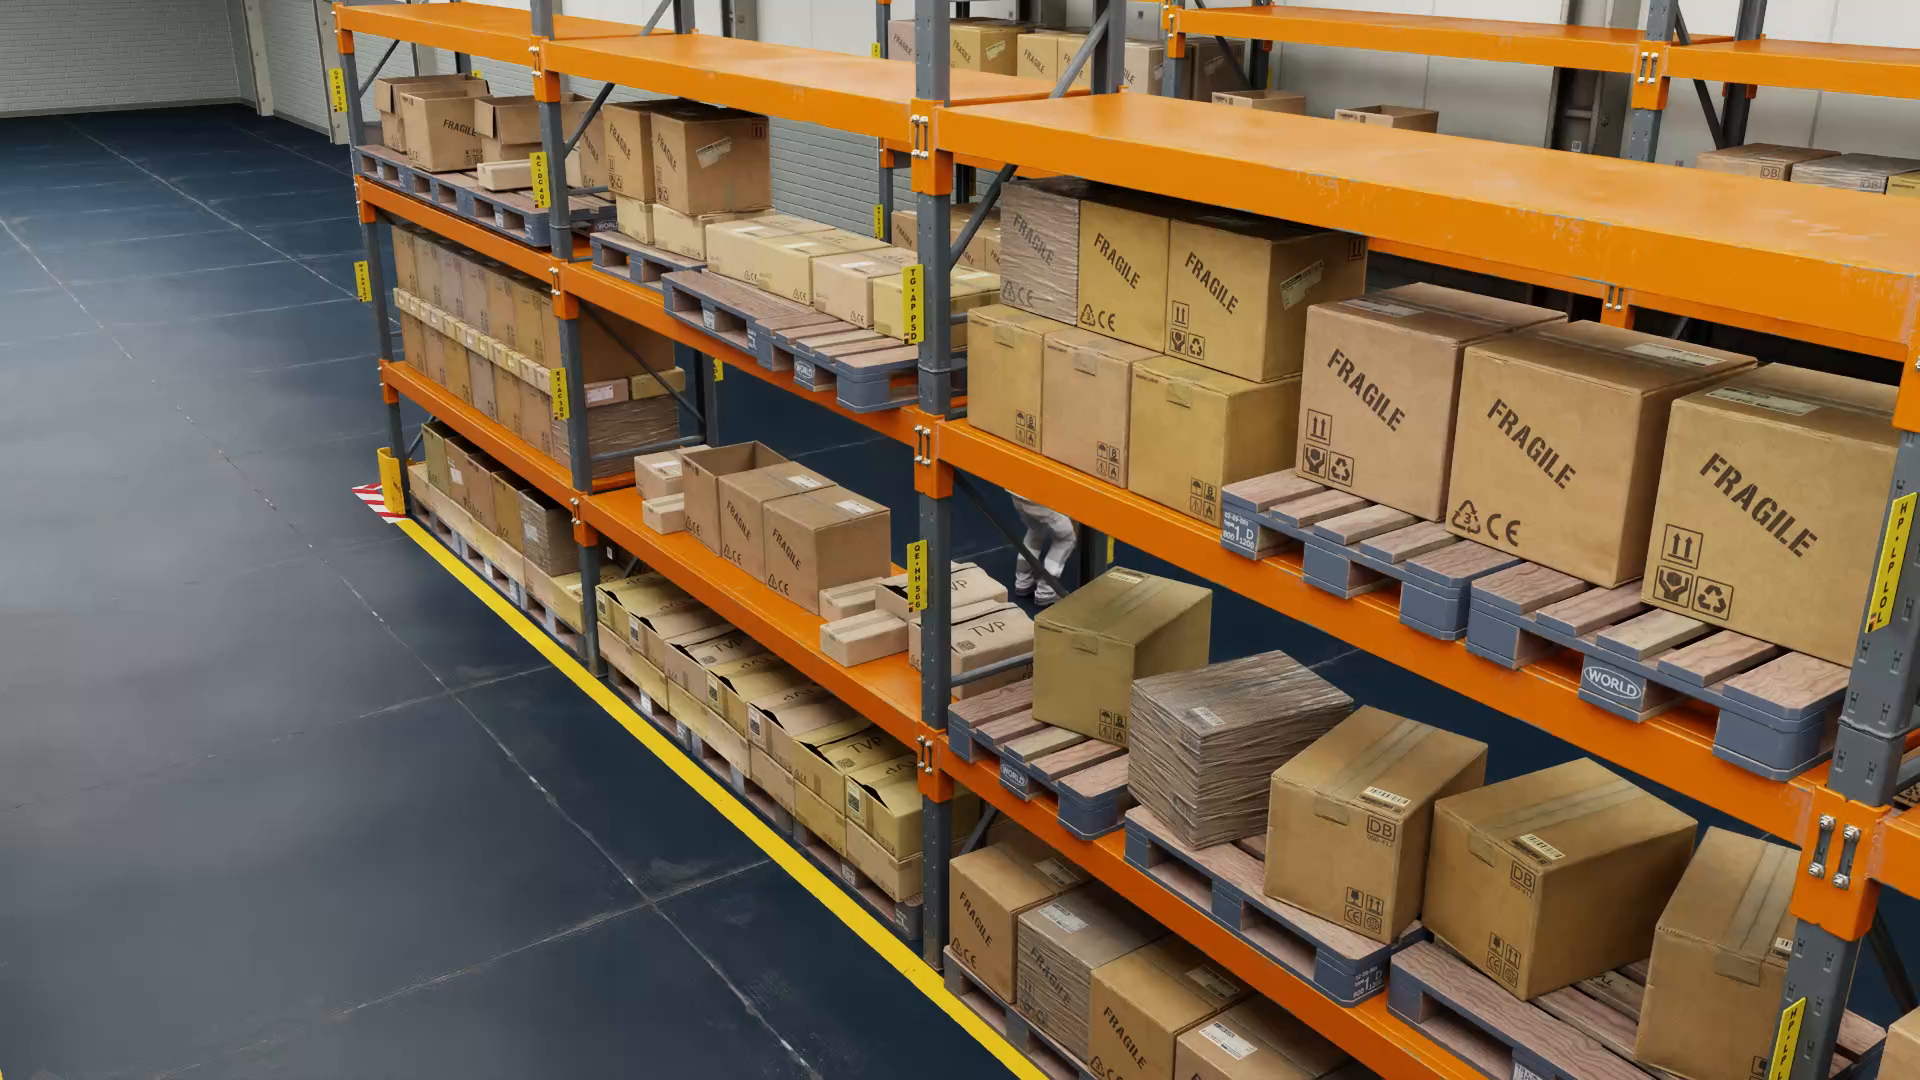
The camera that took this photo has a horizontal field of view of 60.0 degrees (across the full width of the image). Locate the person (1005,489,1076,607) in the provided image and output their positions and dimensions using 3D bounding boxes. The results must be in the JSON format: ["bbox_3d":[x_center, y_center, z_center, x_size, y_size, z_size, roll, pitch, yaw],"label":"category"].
[{"bbox_3d":[0.761,-0.204,12.308,0.927,1.258,0.507,-16,26,-35],"label":"person"}]
